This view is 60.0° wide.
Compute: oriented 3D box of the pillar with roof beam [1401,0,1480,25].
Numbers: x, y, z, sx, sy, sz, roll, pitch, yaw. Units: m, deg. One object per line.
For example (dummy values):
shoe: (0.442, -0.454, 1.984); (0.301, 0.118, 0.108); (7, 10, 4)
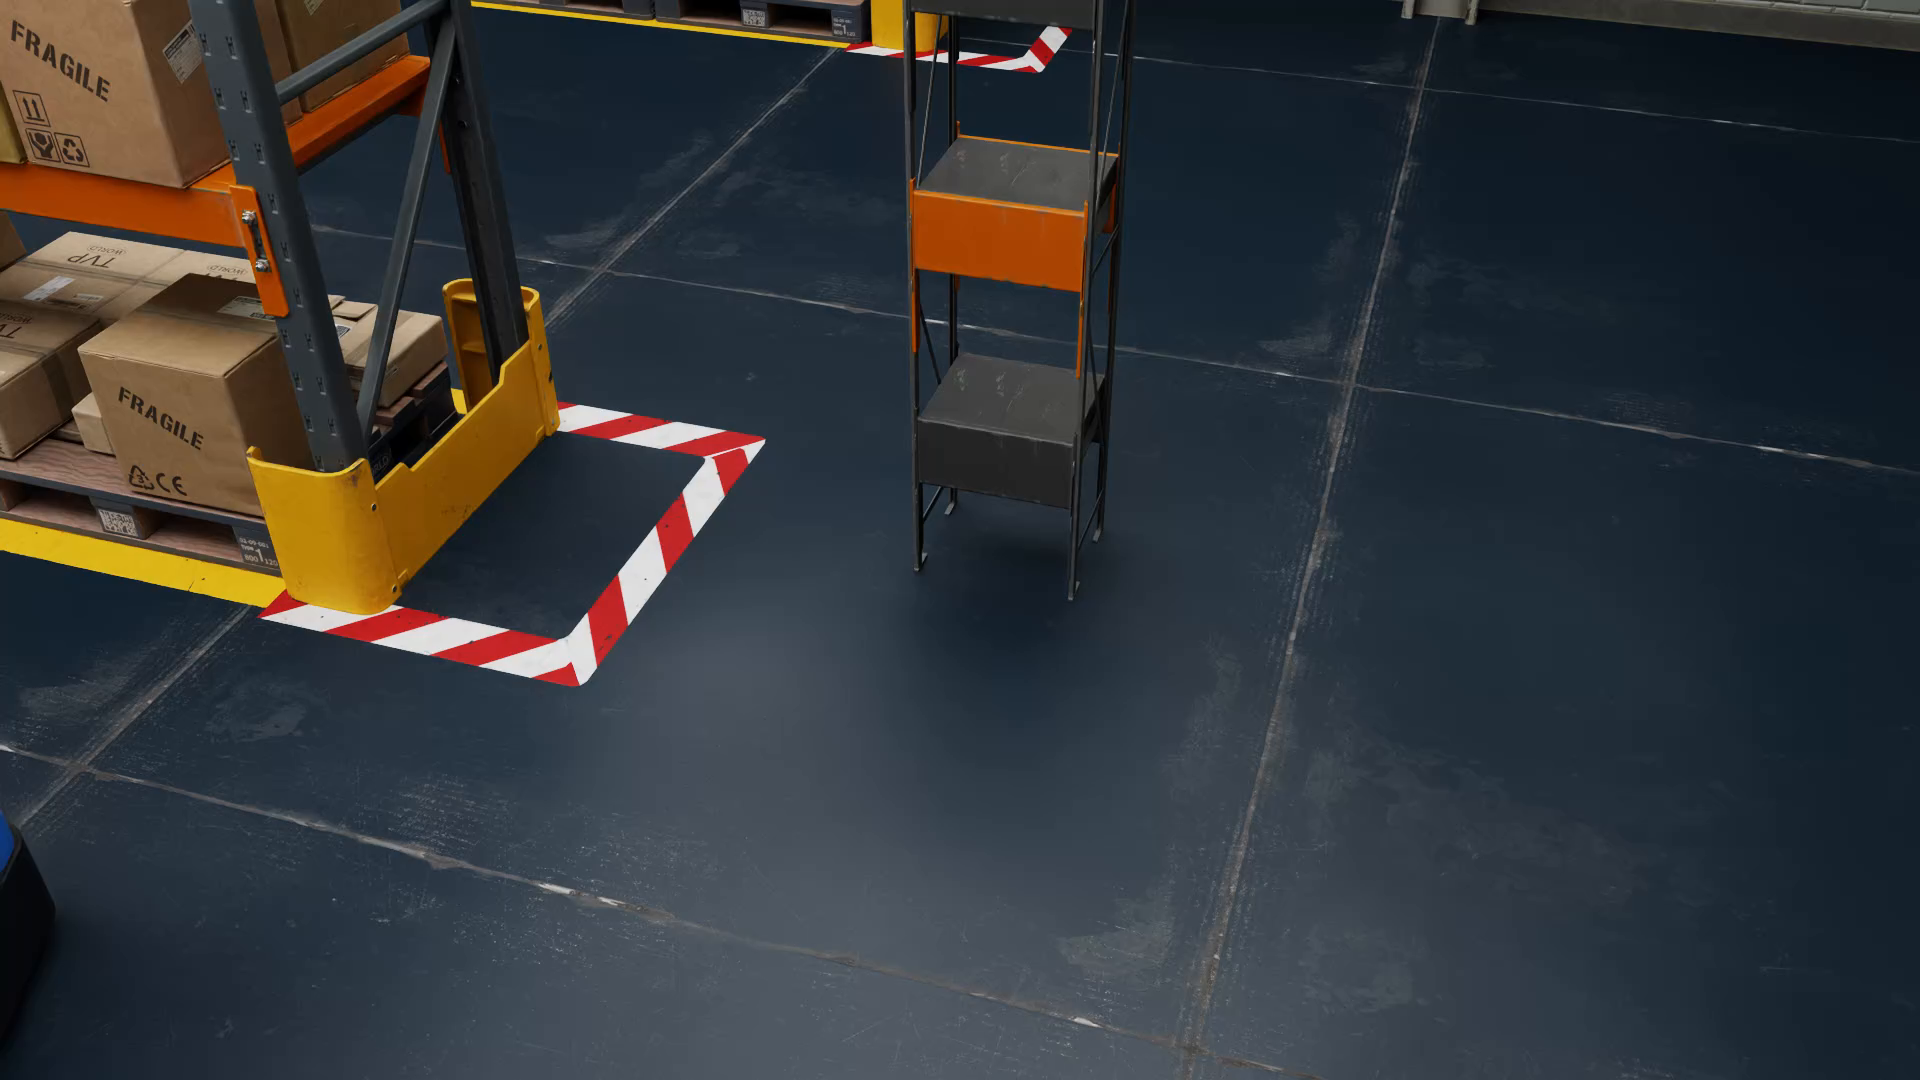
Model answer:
pillar with roof beam: (1.382, -4.118, 3.253); (0.400, 9.000, 9.100); (10, 38, 14)

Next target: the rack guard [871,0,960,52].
rack guard: (-0.146, -3.114, 9.059); (0.348, 0.500, 1.175); (10, 38, 14)

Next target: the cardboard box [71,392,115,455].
cardboard box: (-2.595, -0.437, 5.332); (0.250, 0.166, 0.380); (10, 38, 14)

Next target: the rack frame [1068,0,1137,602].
rack frame: (0.391, -0.773, 4.529); (0.015, 2.100, 0.400); (10, 38, 14)

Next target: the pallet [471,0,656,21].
pallet: (-2.116, -3.316, 9.577); (1.213, 0.211, 1.003); (10, 38, 14)

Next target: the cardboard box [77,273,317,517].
cardboard box: (-2.235, -0.449, 5.067); (0.500, 0.500, 0.500); (10, 38, 14)

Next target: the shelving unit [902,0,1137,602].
shelving unit: (0.158, -0.816, 4.588); (0.503, 2.100, 0.431); (10, 38, 14)

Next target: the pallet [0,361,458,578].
pallet: (-2.476, -0.352, 5.551); (1.213, 0.211, 1.003); (10, 38, 14)

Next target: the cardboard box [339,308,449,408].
cardboard box: (-1.940, -0.619, 5.595); (0.250, 0.149, 0.380); (10, 38, 14)

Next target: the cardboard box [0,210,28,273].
cardboard box: (-3.666, -0.871, 5.638); (0.637, 0.503, 0.797); (10, 38, 14)

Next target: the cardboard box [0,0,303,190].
cardboard box: (-2.151, -1.287, 4.384); (0.500, 0.500, 0.500); (12, 38, 15)

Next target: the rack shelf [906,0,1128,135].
rack shelf: (0.158, -1.369, 4.181); (0.480, 0.518, 0.431); (10, 38, 14)

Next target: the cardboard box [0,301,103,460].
cardboard box: (-3.133, -0.533, 5.392); (0.500, 0.250, 0.500); (10, 38, 14)

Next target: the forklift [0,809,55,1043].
forklift: (-3.596, 0.112, 2.625); (3.031, 2.935, 1.130); (-4, 37, -5)

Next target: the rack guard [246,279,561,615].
rack guard: (-1.715, -0.328, 5.274); (0.348, 0.500, 1.175); (10, 38, 14)

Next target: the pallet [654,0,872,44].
pallet: (-0.955, -3.099, 9.283); (1.213, 0.211, 1.003); (10, 38, 14)

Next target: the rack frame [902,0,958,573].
rack frame: (-0.075, -0.860, 4.646); (0.015, 2.100, 0.400); (10, 38, 14)

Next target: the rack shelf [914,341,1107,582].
rack shelf: (0.158, -0.242, 5.011); (0.480, 0.518, 0.431); (10, 38, 14)

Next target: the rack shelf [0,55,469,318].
rack shelf: (-3.551, -1.385, 5.209); (4.000, 0.370, 1.077); (10, 38, 14)

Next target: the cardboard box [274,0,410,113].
cardboard box: (-1.987, -1.589, 4.795); (0.500, 0.500, 0.500); (11, 38, 15)

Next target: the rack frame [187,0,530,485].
rack frame: (-1.642, -1.322, 4.515); (0.127, 3.000, 1.000); (10, 38, 14)

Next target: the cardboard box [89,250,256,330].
cardboard box: (-2.554, -0.736, 5.668); (0.500, 0.250, 0.500); (10, 38, 14)

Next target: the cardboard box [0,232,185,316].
cardboard box: (-3.031, -0.825, 5.789); (0.500, 0.250, 0.500); (10, 38, 14)

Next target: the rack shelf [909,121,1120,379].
rack shelf: (0.158, -0.805, 4.596); (0.480, 0.518, 0.431); (10, 38, 14)

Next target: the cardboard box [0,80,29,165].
cardboard box: (-2.647, -1.377, 4.506); (0.500, 0.500, 0.500); (11, 38, 14)

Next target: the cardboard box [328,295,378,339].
cardboard box: (-2.178, -0.670, 5.649); (0.250, 0.166, 0.380); (10, 38, 14)
